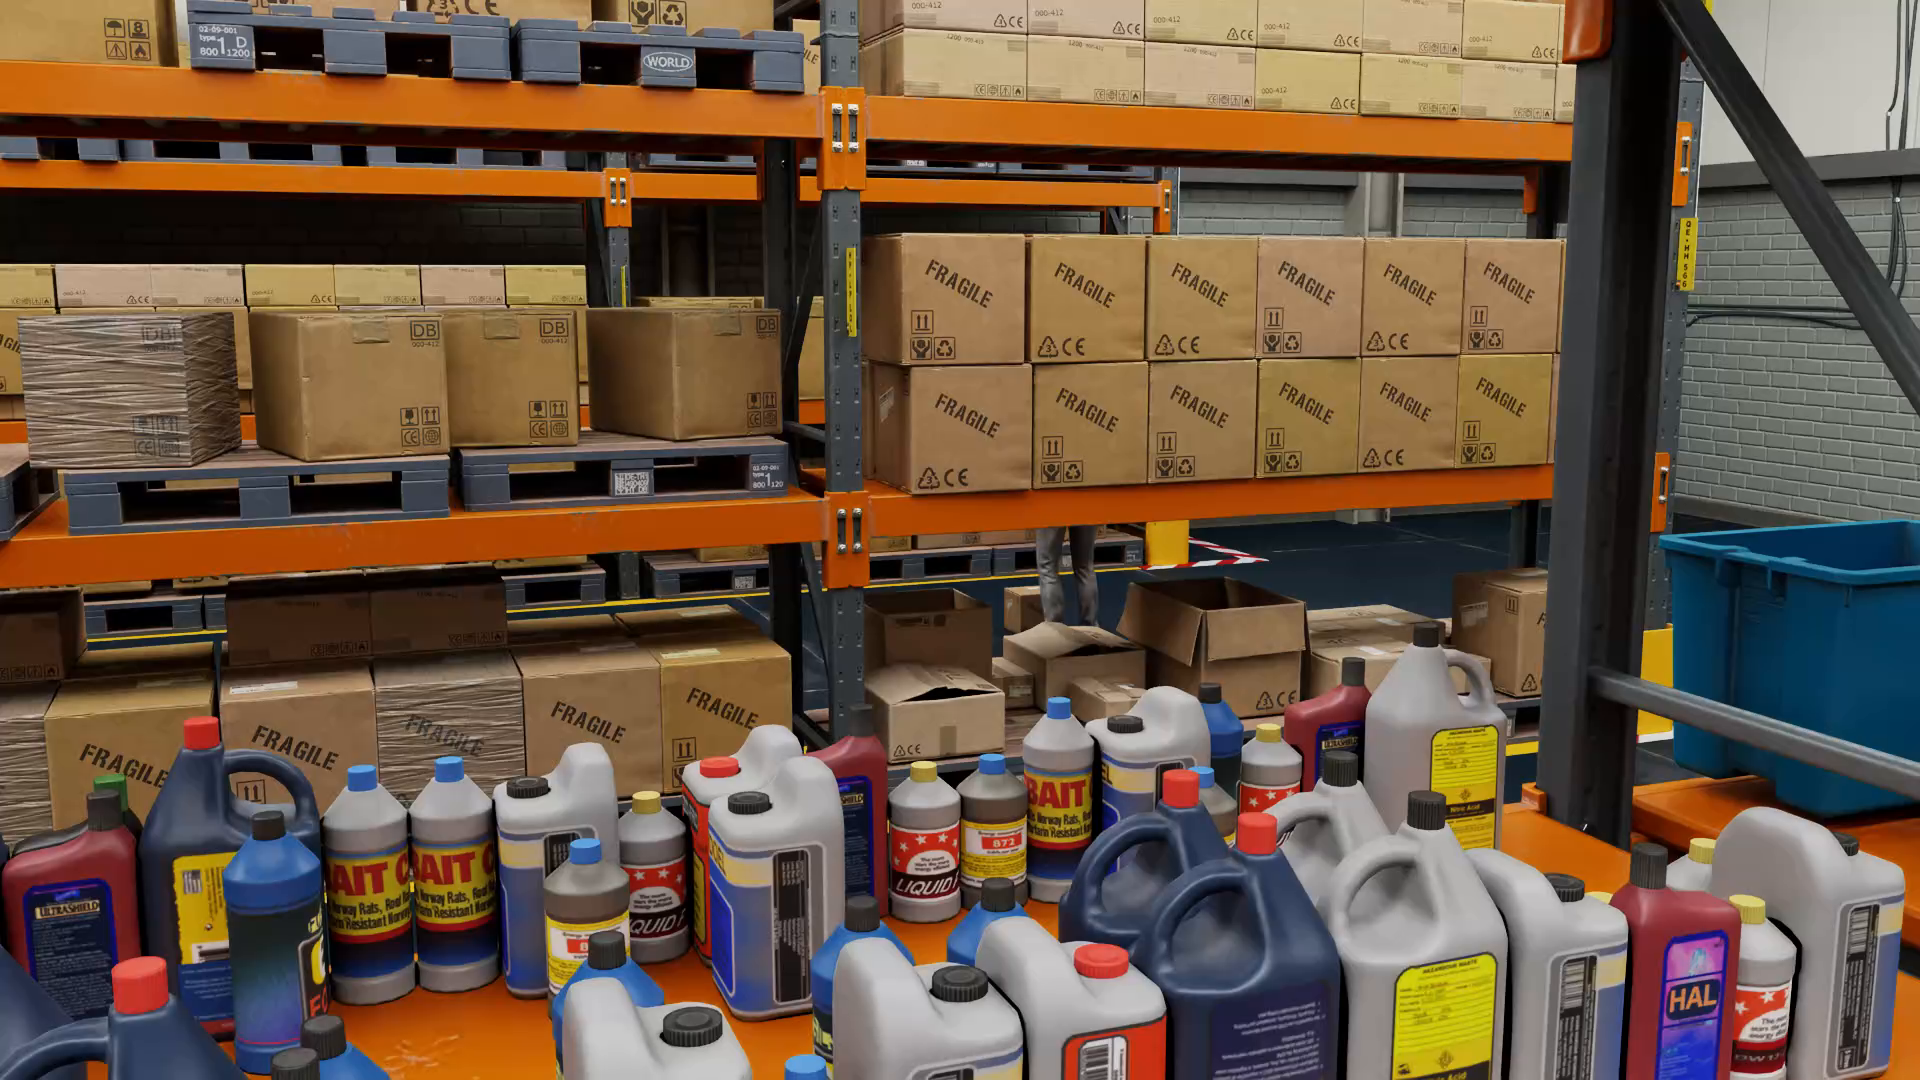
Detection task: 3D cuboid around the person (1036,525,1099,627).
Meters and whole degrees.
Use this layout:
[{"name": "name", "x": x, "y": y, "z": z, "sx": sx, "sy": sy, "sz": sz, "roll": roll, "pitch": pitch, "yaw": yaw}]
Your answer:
[{"name": "person", "x": 0.598, "y": -0.191, "z": 9.602, "sx": 0.473, "sy": 1.662, "sz": 0.327, "roll": -3, "pitch": 10, "yaw": -20}]
